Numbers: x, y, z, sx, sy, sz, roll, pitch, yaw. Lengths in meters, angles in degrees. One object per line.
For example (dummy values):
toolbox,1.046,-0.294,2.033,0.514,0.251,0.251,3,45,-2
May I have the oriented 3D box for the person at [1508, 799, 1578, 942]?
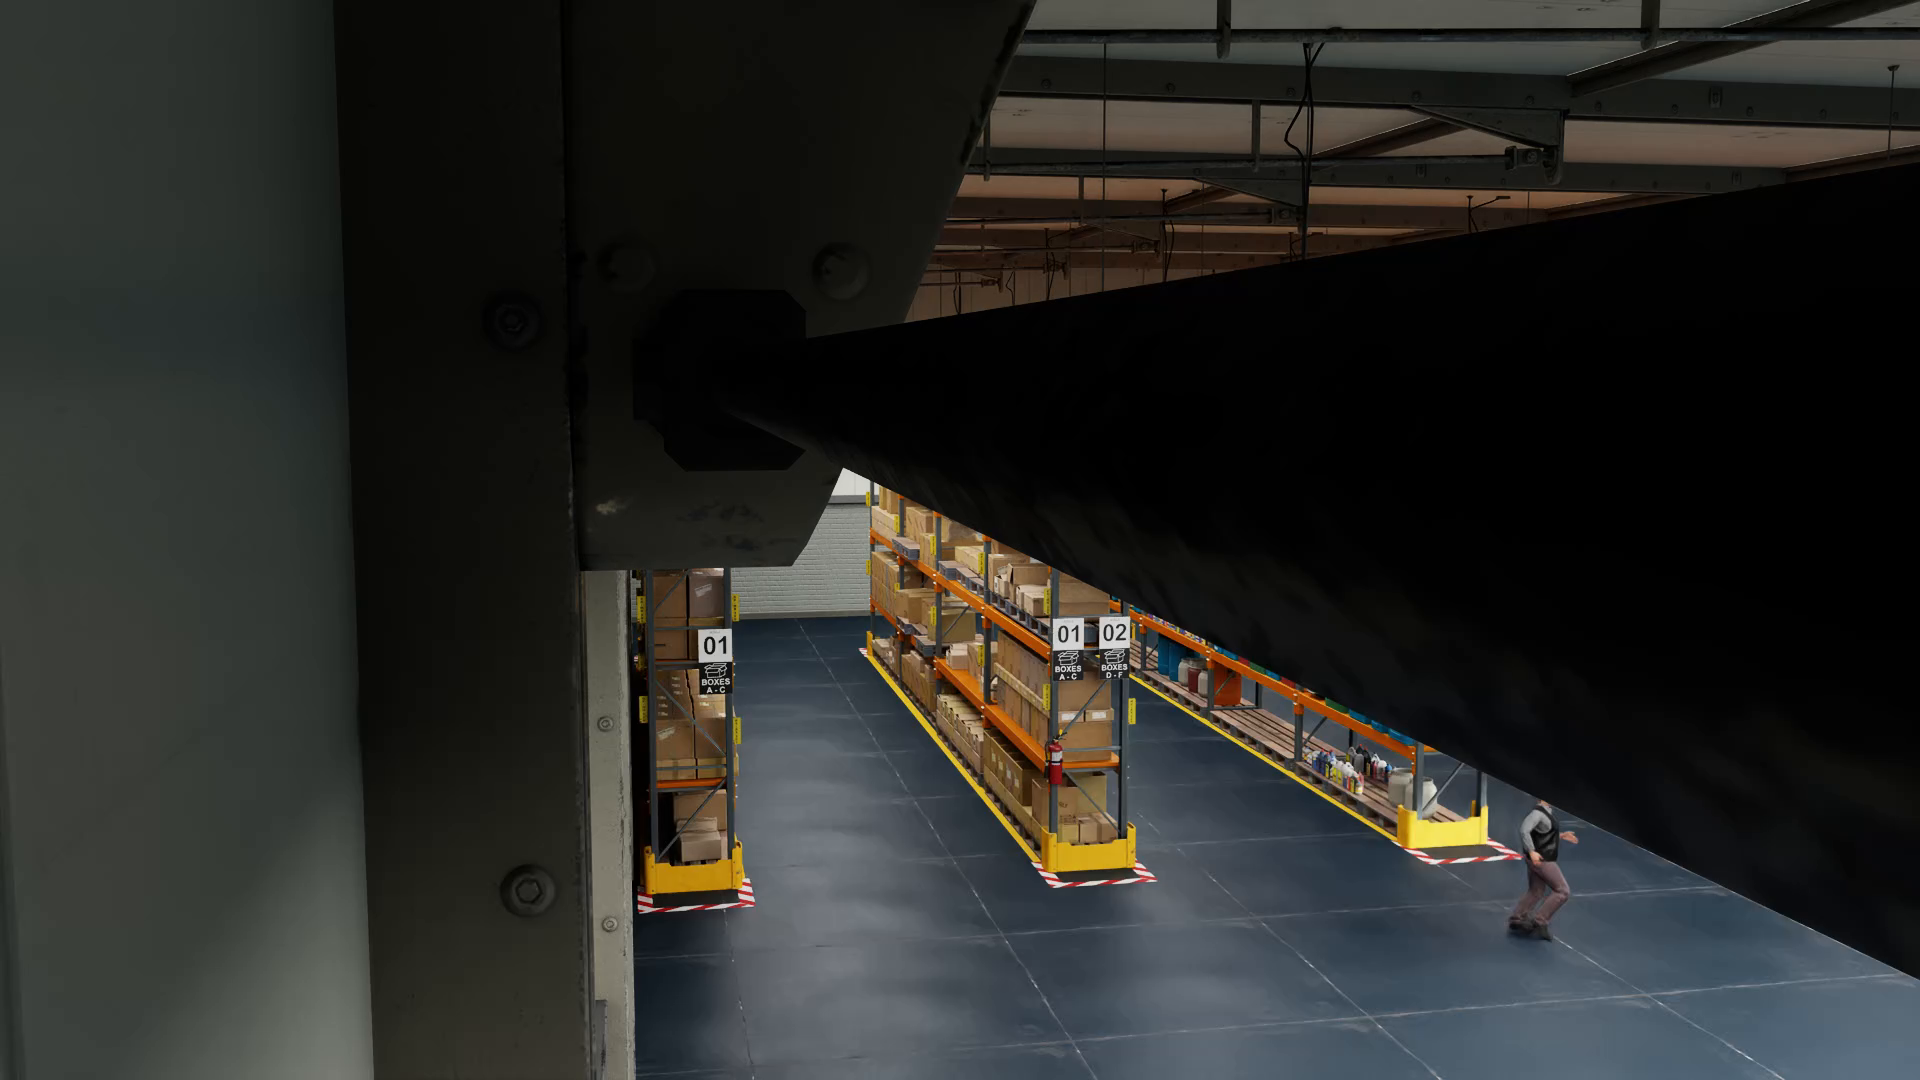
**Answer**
person,6.480,3.567,18.448,0.717,1.738,0.652,2,6,14
